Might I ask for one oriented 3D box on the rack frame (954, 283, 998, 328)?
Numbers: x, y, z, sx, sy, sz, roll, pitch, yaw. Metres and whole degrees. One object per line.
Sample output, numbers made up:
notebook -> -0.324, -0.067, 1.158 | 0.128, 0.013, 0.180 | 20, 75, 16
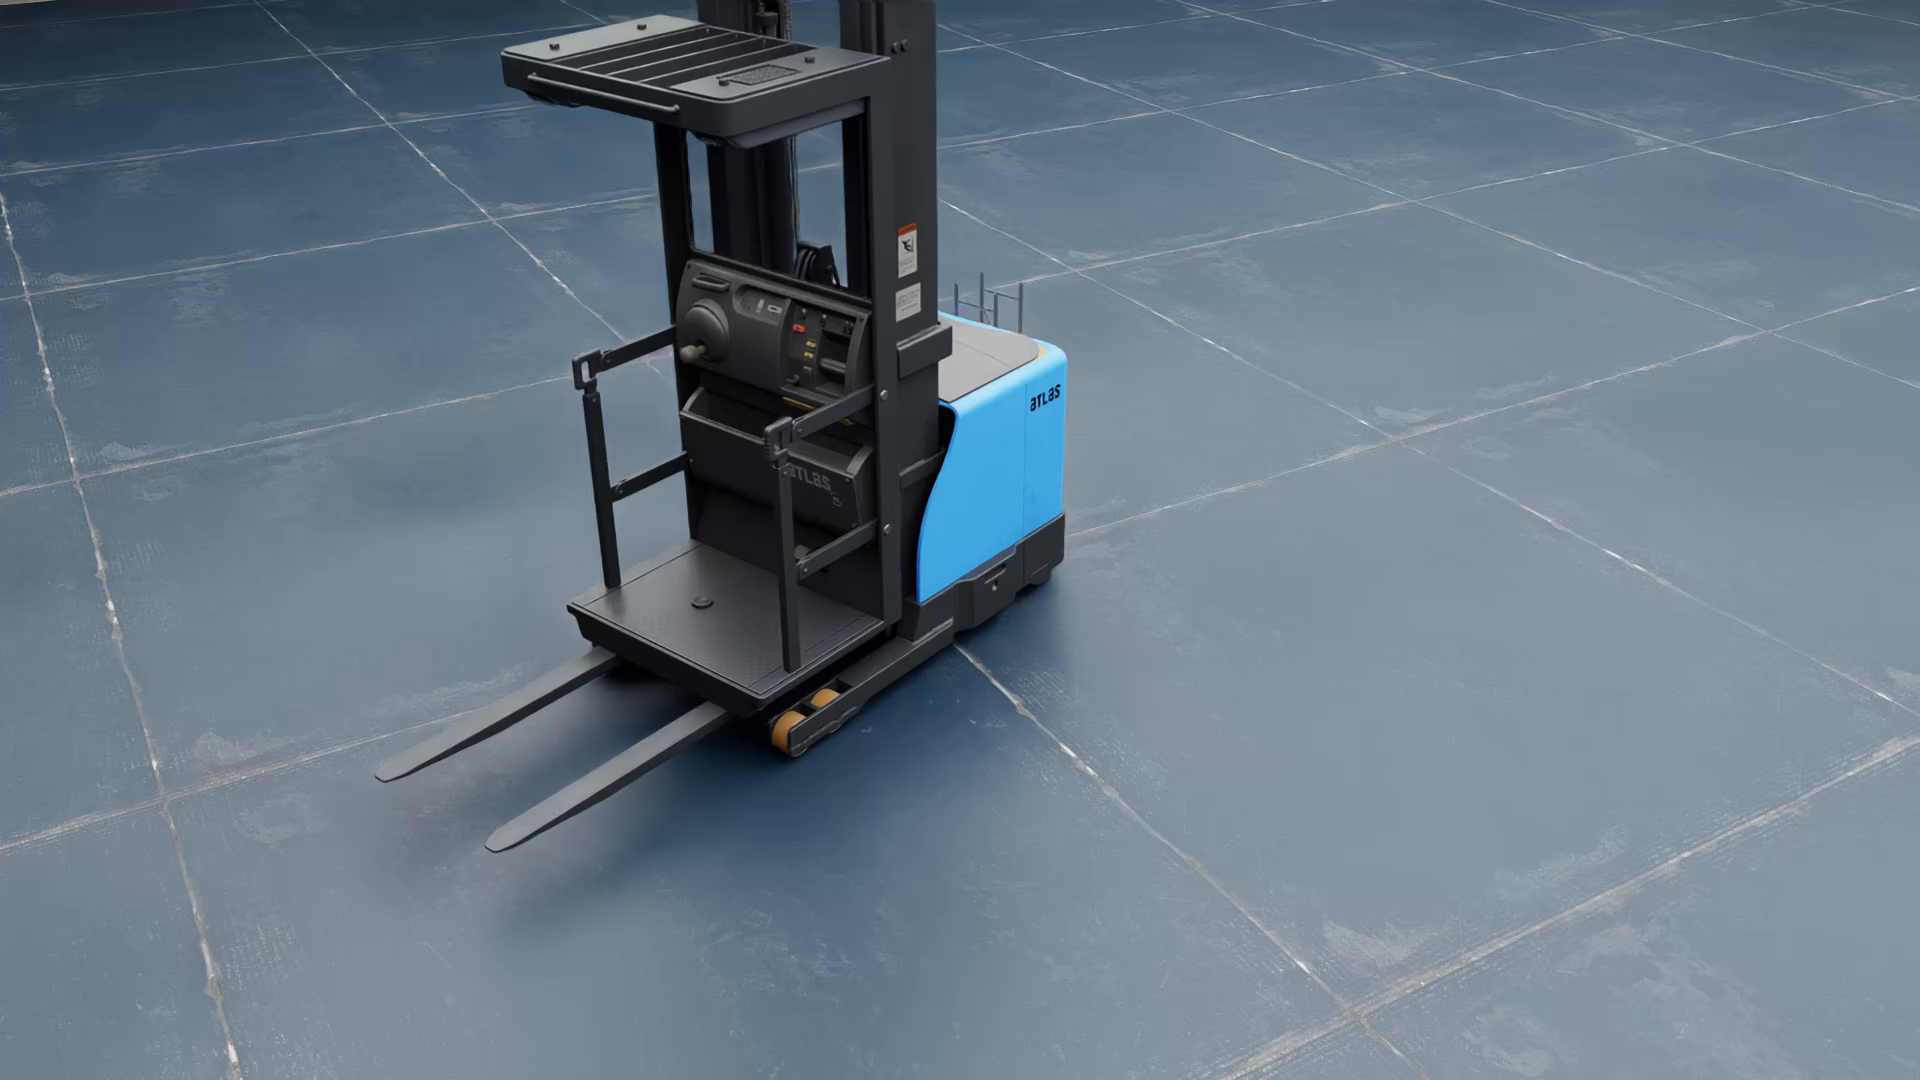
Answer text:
rack frame -> 0.070, -0.570, 7.541 | 0.240, 1.200, 0.006 | 21, 35, 33

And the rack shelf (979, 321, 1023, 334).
rack shelf -> 0.127, -0.881, 7.451 | 0.258, 0.103, 0.180 | 21, 35, 33

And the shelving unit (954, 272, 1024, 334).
shelving unit -> 0.127, -0.604, 7.604 | 0.258, 1.200, 0.189 | 21, 35, 33

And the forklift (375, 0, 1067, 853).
forklift -> -0.842, -0.739, 6.056 | 1.130, 2.935, 3.031 | 21, 35, 33

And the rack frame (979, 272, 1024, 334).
rack frame -> 0.184, -0.639, 7.666 | 0.240, 1.200, 0.006 | 21, 35, 33
